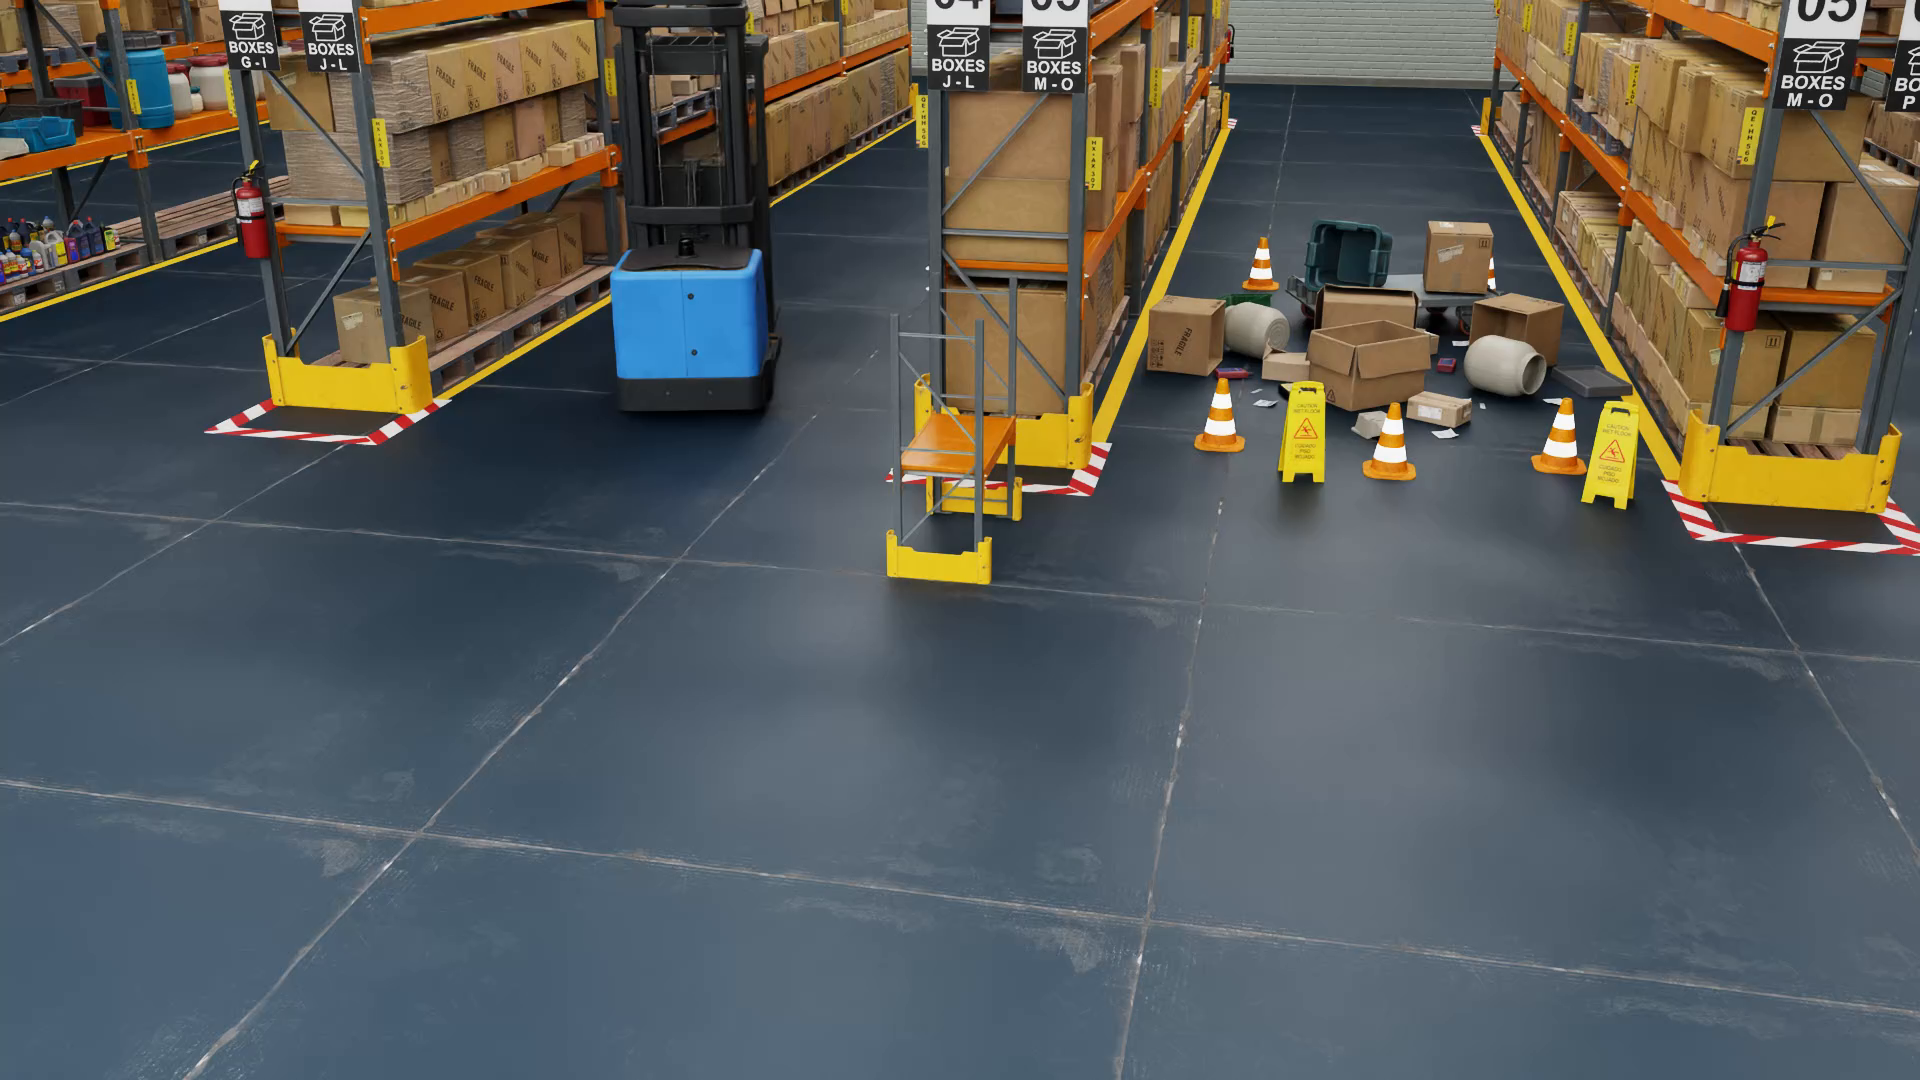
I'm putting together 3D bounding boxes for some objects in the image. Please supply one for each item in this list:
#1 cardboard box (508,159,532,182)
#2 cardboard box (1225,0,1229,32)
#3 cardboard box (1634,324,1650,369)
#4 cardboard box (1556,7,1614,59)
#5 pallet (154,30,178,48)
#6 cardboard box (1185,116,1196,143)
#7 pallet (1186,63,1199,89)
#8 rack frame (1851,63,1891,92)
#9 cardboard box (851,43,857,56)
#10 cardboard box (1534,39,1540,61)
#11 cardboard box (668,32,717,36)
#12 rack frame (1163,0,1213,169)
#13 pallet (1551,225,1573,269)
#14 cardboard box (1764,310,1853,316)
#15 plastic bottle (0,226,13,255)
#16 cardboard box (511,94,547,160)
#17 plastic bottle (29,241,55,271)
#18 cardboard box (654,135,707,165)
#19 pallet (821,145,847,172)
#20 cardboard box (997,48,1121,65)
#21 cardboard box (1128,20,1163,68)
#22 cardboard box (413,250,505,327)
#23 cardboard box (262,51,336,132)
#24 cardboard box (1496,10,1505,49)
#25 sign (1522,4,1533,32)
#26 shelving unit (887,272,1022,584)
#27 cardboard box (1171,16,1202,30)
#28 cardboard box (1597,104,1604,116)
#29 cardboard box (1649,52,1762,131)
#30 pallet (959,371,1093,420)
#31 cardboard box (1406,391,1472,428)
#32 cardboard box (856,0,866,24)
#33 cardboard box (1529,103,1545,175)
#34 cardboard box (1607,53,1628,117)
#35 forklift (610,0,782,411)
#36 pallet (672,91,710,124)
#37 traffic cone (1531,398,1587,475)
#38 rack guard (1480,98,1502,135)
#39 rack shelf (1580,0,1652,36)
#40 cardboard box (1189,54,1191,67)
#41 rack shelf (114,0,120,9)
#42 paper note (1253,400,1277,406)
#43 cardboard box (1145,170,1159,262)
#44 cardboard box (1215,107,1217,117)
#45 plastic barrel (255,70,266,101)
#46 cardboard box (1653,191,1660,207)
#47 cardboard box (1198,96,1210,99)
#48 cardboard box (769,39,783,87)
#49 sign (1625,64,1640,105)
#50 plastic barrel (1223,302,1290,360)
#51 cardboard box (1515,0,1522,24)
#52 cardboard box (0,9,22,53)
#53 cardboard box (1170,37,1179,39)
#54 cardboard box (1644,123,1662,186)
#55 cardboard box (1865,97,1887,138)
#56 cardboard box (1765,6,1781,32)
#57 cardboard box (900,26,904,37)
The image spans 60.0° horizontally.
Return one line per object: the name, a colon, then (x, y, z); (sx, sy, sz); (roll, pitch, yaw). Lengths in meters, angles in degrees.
cardboard box: (-3.797, -3.083, 13.830); (0.380, 0.149, 0.250); (4, 22, 11)
cardboard box: (3.723, -7.822, 24.729); (0.500, 0.500, 0.500); (5, 22, 12)
cardboard box: (5.393, -1.427, 12.499); (0.500, 0.250, 0.500); (4, 22, 10)
cardboard box: (6.743, -5.463, 17.931); (0.500, 0.500, 0.500); (5, 22, 12)
pallet: (-12.055, -7.158, 23.868); (1.003, 0.211, 1.213); (4, 22, 11)
cardboard box: (2.525, -4.879, 19.732); (0.500, 0.250, 0.500); (5, 22, 11)
pallet: (2.294, -5.534, 19.837); (1.003, 0.211, 1.213); (4, 22, 11)
rack frame: (13.289, -7.105, 23.479); (1.000, 3.000, 0.127); (4, 22, 11)
cardboard box: (-1.649, -6.836, 23.150); (0.380, 0.149, 0.250); (4, 22, 9)
cardboard box: (7.168, -5.849, 19.892); (0.500, 0.250, 0.500); (5, 22, 12)
cardboard box: (-2.976, -5.352, 18.431); (0.500, 0.500, 0.500); (2, 22, 4)
rack frame: (2.747, -6.359, 21.628); (1.000, 3.000, 0.127); (4, 22, 11)
pallet: (6.636, -2.977, 16.962); (1.003, 0.211, 1.213); (4, 22, 11)
cardboard box: (5.707, -1.371, 11.358); (0.500, 0.500, 0.500); (4, 22, 9)
plastic bottle: (-9.179, -2.869, 15.918); (0.144, 0.351, 0.185); (4, 22, 9)
cardboard box: (-4.013, -3.502, 14.002); (0.875, 0.500, 0.500); (4, 22, 11)
plastic bottle: (-8.561, -2.662, 15.504); (0.152, 0.276, 0.135); (5, 22, 12)
cardboard box: (-3.110, -4.262, 18.173); (0.500, 0.250, 0.500); (7, 23, 17)
pallet: (-2.172, -5.193, 22.464); (1.003, 0.211, 1.213); (4, 22, 11)
cardboard box: (0.762, -3.474, 12.819); (0.875, 0.550, 0.550); (4, 22, 11)
cardboard box: (1.625, -4.870, 16.458); (0.700, 0.500, 0.500); (4, 22, 10)
cardboard box: (-4.158, -2.097, 13.828); (0.500, 0.500, 0.500); (7, 23, 16)
cardboard box: (-4.667, -3.254, 12.047); (0.500, 0.500, 0.500); (4, 22, 11)
cardboard box: (8.050, -7.374, 24.015); (0.500, 0.500, 0.500); (4, 22, 10)
sign: (7.070, -6.499, 20.710); (0.100, 0.325, 0.005); (4, 22, 11)
shelving unit: (-0.016, -0.668, 9.504); (0.587, 1.500, 1.083); (4, 22, 11)
cardboard box: (2.856, -6.552, 21.084); (0.380, 0.149, 0.250); (5, 23, 13)
cardboard box: (6.308, -4.139, 15.889); (0.380, 0.149, 0.250); (6, 23, 14)
cardboard box: (5.424, -3.230, 11.988); (0.700, 0.500, 0.500); (4, 22, 10)
pallet: (0.385, -0.975, 11.993); (1.003, 0.211, 1.213); (4, 22, 11)
cardboard box: (3.454, -0.941, 11.990); (0.380, 0.149, 0.250); (18, 28, 38)
cardboard box: (-1.632, -7.526, 23.323); (0.500, 0.500, 0.500); (4, 22, 11)
cardboard box: (7.565, -4.995, 20.523); (0.875, 0.875, 0.875); (5, 23, 13)
cardboard box: (6.062, -4.028, 14.746); (0.500, 0.500, 0.500); (5, 23, 13)
forklift: (-2.009, -2.791, 12.859); (1.130, 2.935, 3.031); (-1, 22, -2)
pallet: (-3.268, -4.495, 17.257); (1.003, 0.211, 1.213); (4, 22, 11)
traffic cone: (3.989, -0.709, 10.994); (0.336, 0.463, 0.334); (4, 22, 11)
rack guard: (8.434, -6.331, 24.904); (1.175, 0.500, 0.348); (4, 22, 11)
rack shelf: (6.389, -4.882, 14.908); (1.077, 0.370, 4.000); (4, 22, 11)
cardboard box: (2.542, -5.703, 19.773); (0.380, 0.149, 0.250); (4, 22, 9)
rack shelf: (-8.161, -6.015, 17.721); (1.077, 0.370, 4.000); (4, 22, 11)
paper note: (2.272, -1.021, 12.351); (0.144, 0.017, 0.142); (13, 25, 29)
cardboard box: (1.353, -3.171, 16.161); (1.050, 0.750, 0.750); (4, 22, 11)
cardboard box: (3.537, -6.237, 24.181); (0.380, 0.149, 0.250); (5, 22, 12)
plastic barrel: (-7.840, -5.194, 18.586); (0.421, 0.512, 0.421); (0, 22, 0)
cardboard box: (5.493, -2.602, 12.635); (0.380, 0.149, 0.250); (5, 23, 13)
cardboard box: (3.389, -6.285, 23.902); (0.380, 0.149, 0.250); (4, 22, 9)
cardboard box: (-2.436, -5.703, 19.866); (0.500, 0.500, 0.500); (4, 22, 9)
sign: (5.437, -3.671, 13.404); (0.100, 0.325, 0.005); (4, 22, 11)
plastic barrel: (2.384, -1.706, 13.524); (0.421, 0.421, 0.512); (-16, 27, -35)
cardboard box: (7.645, -7.094, 21.981); (0.500, 0.500, 0.500); (5, 22, 12)
cardboard box: (-12.583, -6.548, 21.401); (0.700, 0.500, 0.500); (-3, 22, -7)
cardboard box: (2.267, -5.503, 18.480); (0.380, 0.149, 0.250); (4, 22, 9)
cardboard box: (5.538, -2.952, 12.637); (0.500, 0.500, 0.500); (4, 22, 11)
cardboard box: (13.072, -5.925, 23.329); (0.797, 0.503, 0.637); (4, 22, 9)
cardboard box: (4.964, -3.057, 9.749); (0.380, 0.149, 0.250); (5, 22, 11)
cardboard box: (-1.074, -7.870, 25.716); (0.380, 0.149, 0.250); (5, 22, 11)
